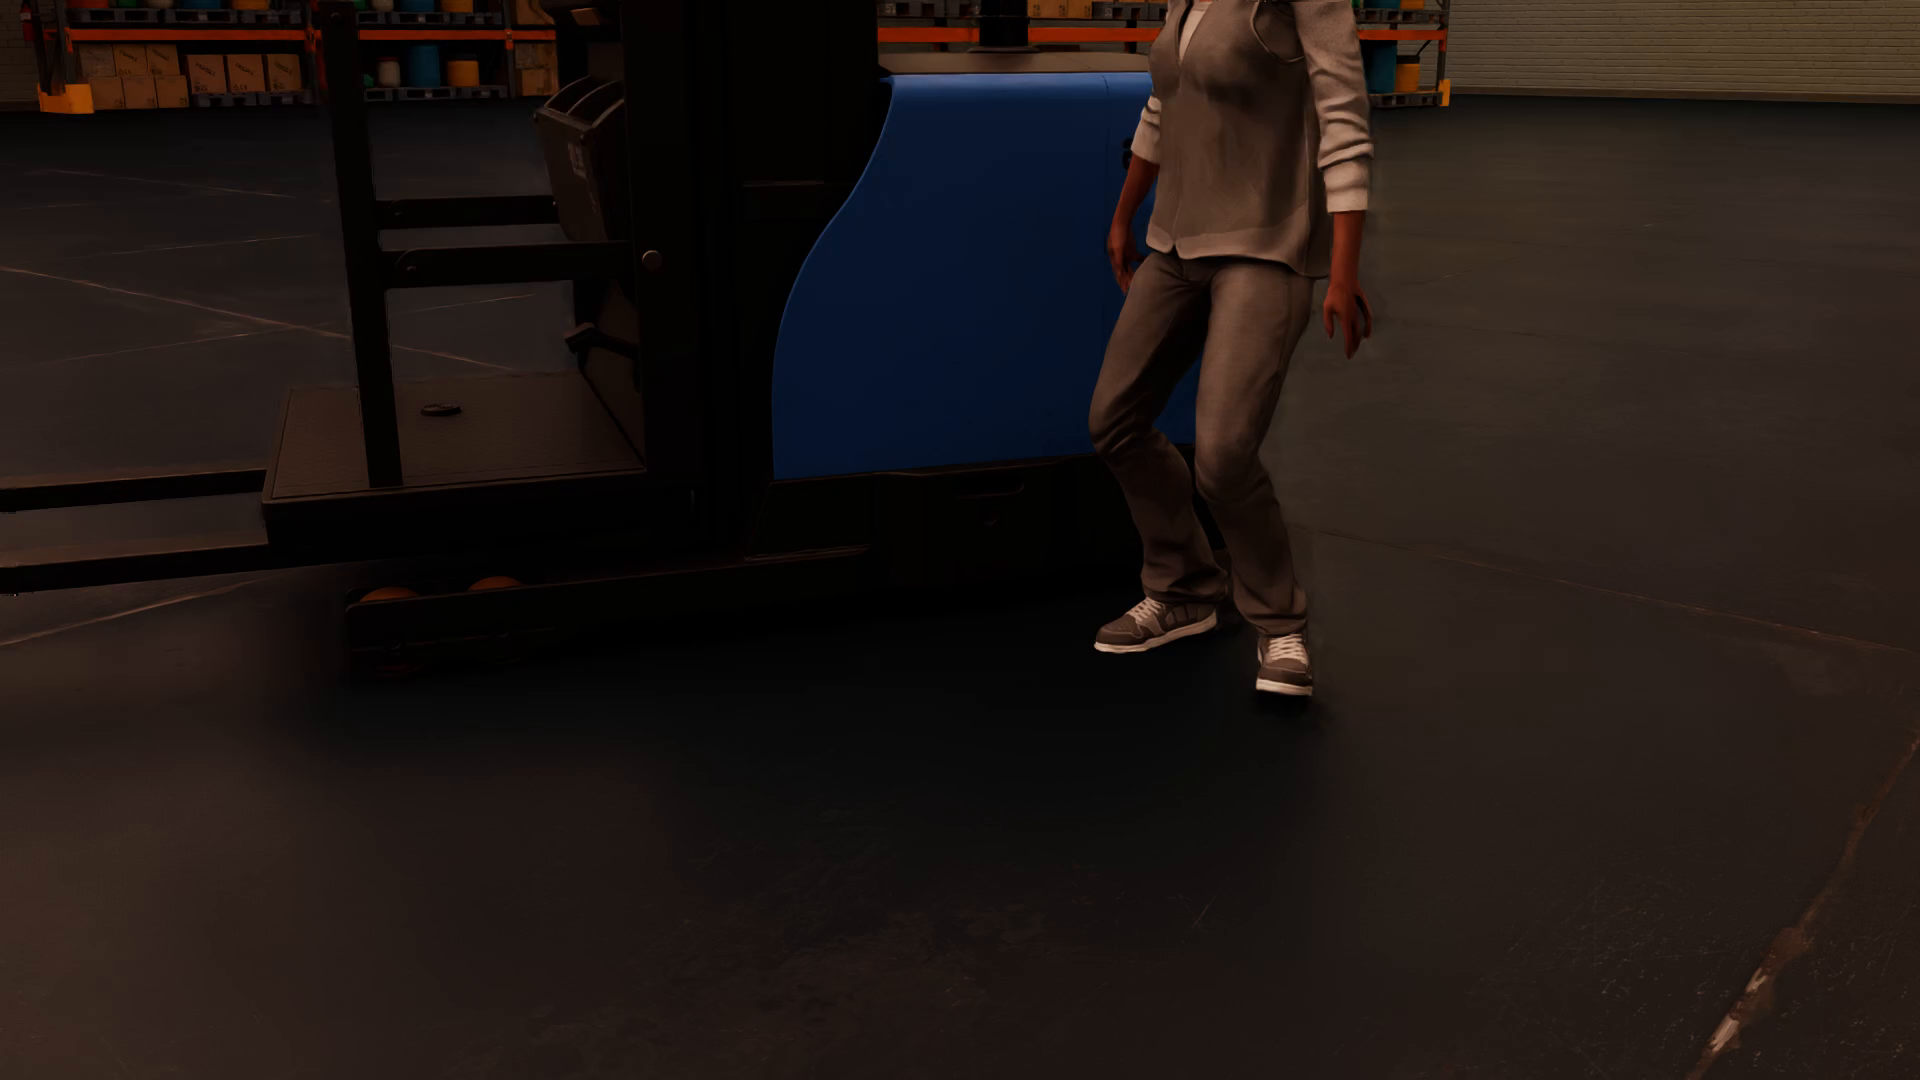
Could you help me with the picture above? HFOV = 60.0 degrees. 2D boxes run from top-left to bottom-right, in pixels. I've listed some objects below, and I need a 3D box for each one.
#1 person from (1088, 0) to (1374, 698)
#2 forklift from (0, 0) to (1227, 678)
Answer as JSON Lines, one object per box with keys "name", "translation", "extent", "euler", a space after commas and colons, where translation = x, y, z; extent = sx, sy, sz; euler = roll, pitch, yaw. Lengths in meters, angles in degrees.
{"name": "person", "translation": [0.450, -0.500, 2.973], "extent": [0.342, 1.552, 0.647], "euler": [-8, 19, -25]}
{"name": "forklift", "translation": [-0.958, -1.318, 3.240], "extent": [3.031, 2.935, 1.130], "euler": [-6, 18, -18]}
